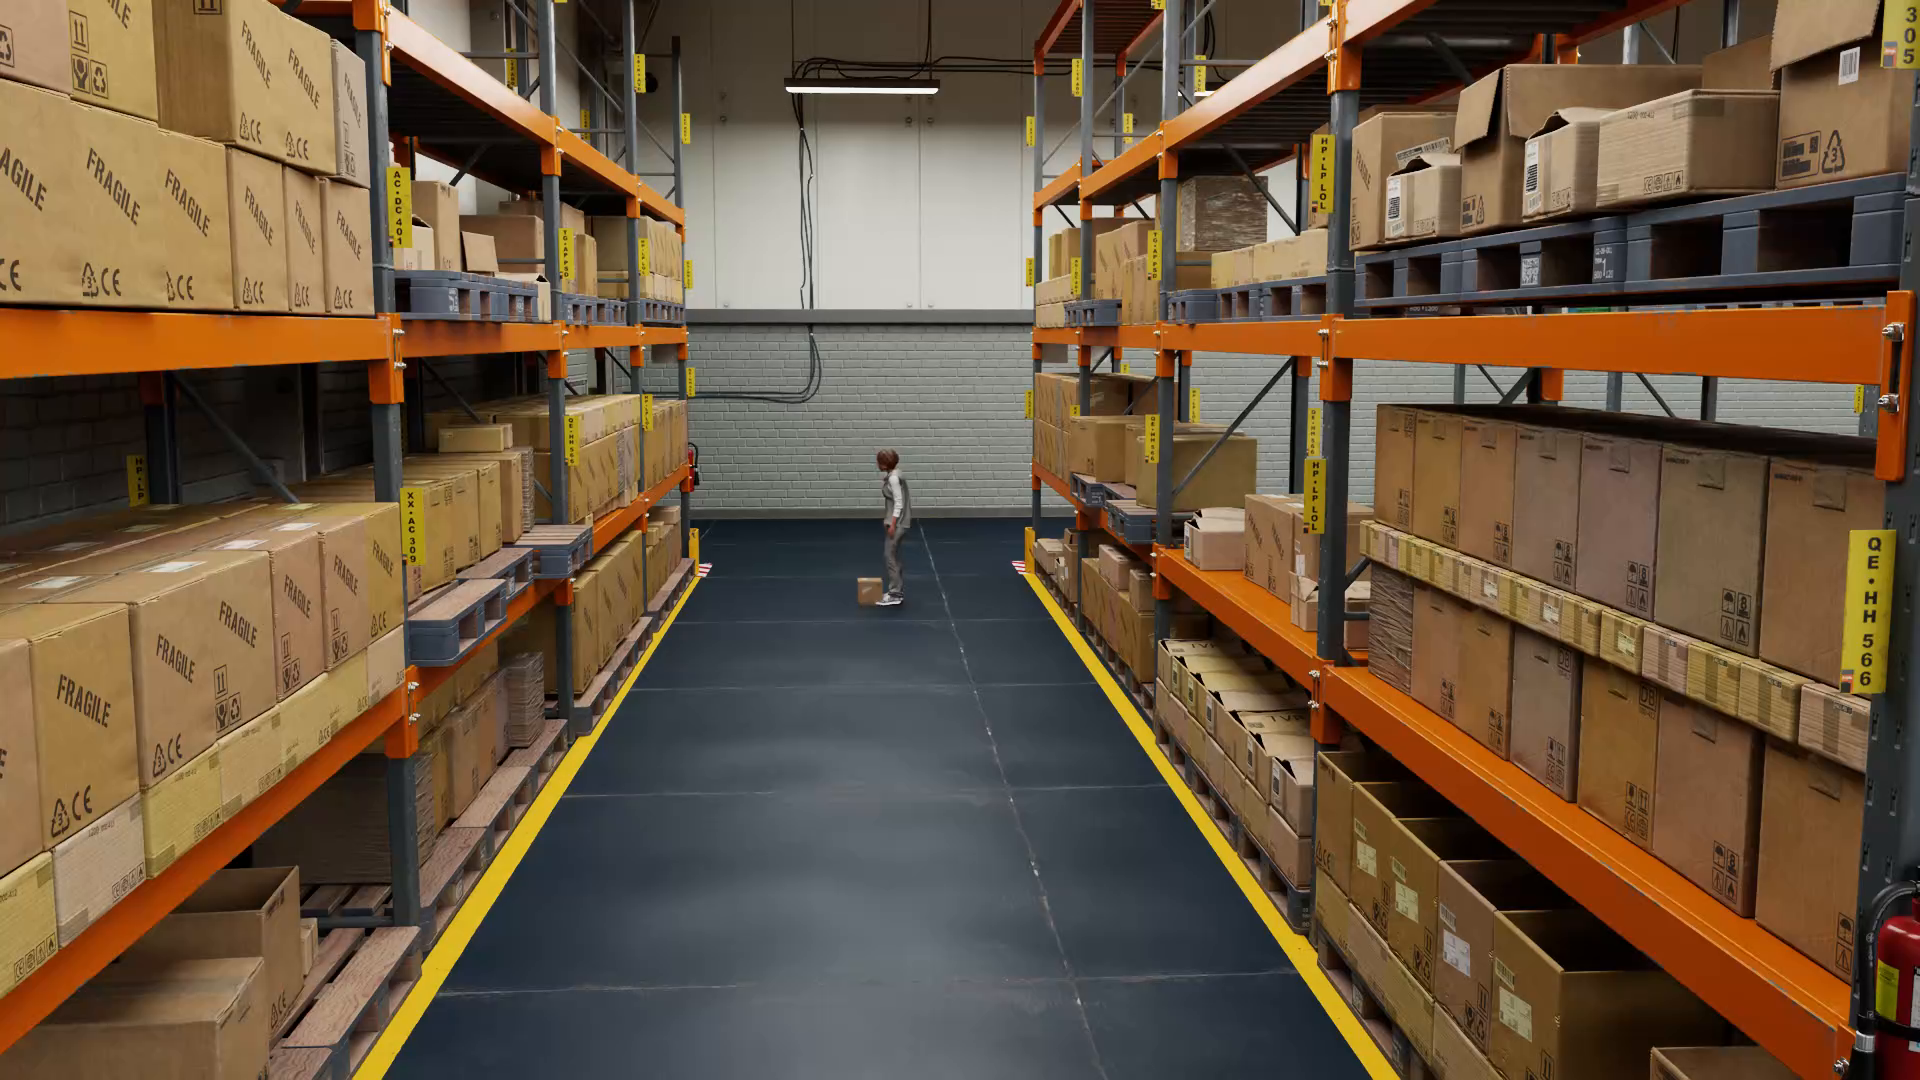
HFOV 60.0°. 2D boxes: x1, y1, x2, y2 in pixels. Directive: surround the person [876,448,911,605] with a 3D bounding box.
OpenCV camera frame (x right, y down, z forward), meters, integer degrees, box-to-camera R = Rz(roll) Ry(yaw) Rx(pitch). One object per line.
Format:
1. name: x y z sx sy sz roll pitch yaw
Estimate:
1. person: -0.691 -0.140 16.936 0.376 1.591 0.466 -1 7 -6
